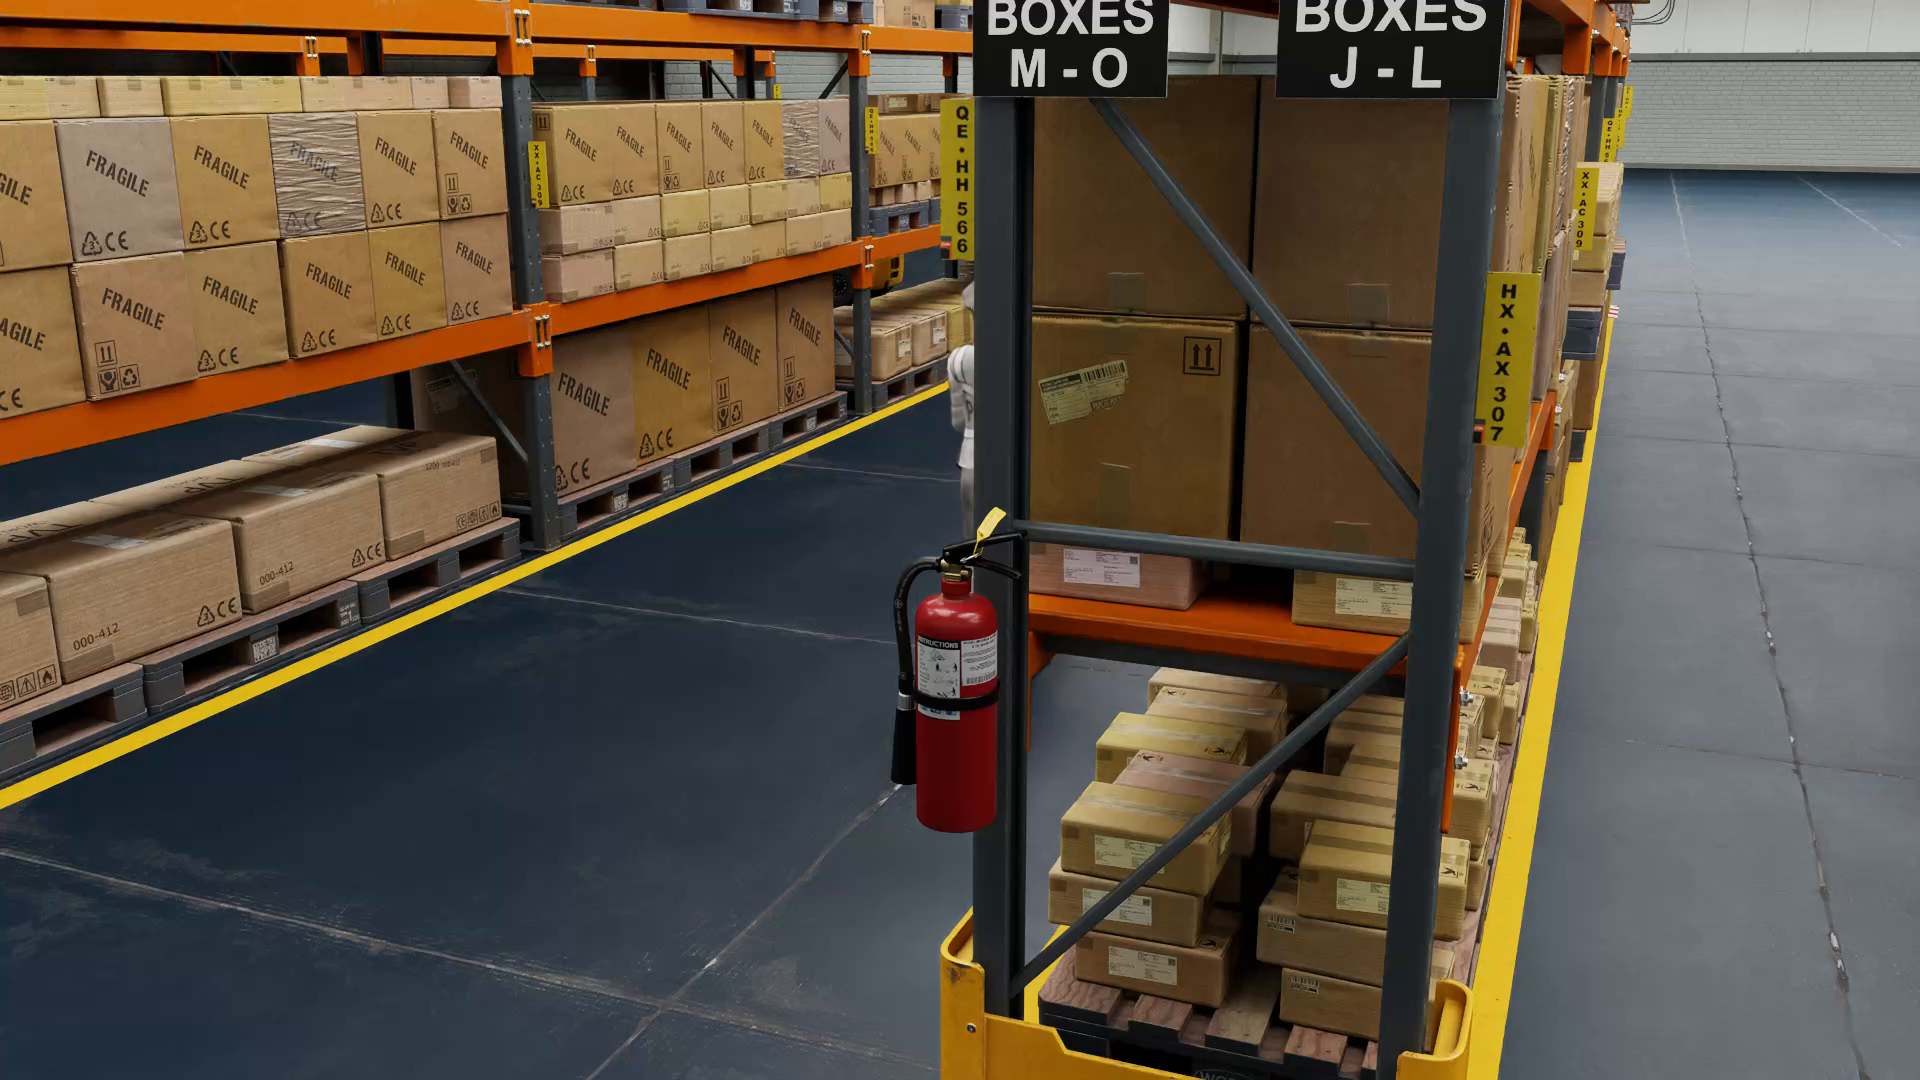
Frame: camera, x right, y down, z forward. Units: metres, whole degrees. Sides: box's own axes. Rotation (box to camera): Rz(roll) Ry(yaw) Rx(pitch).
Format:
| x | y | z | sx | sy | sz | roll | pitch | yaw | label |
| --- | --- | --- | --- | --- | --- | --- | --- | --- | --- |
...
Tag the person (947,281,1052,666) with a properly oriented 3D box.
| x | y | z | sx | sy | sz | roll | pitch | yaw | label |
| --- | --- | --- | --- | --- | --- | --- | --- | --- | --- |
| 0.201 | -0.280 | 6.975 | 0.469 | 1.690 | 0.550 | 6 | 17 | 21 | person |
